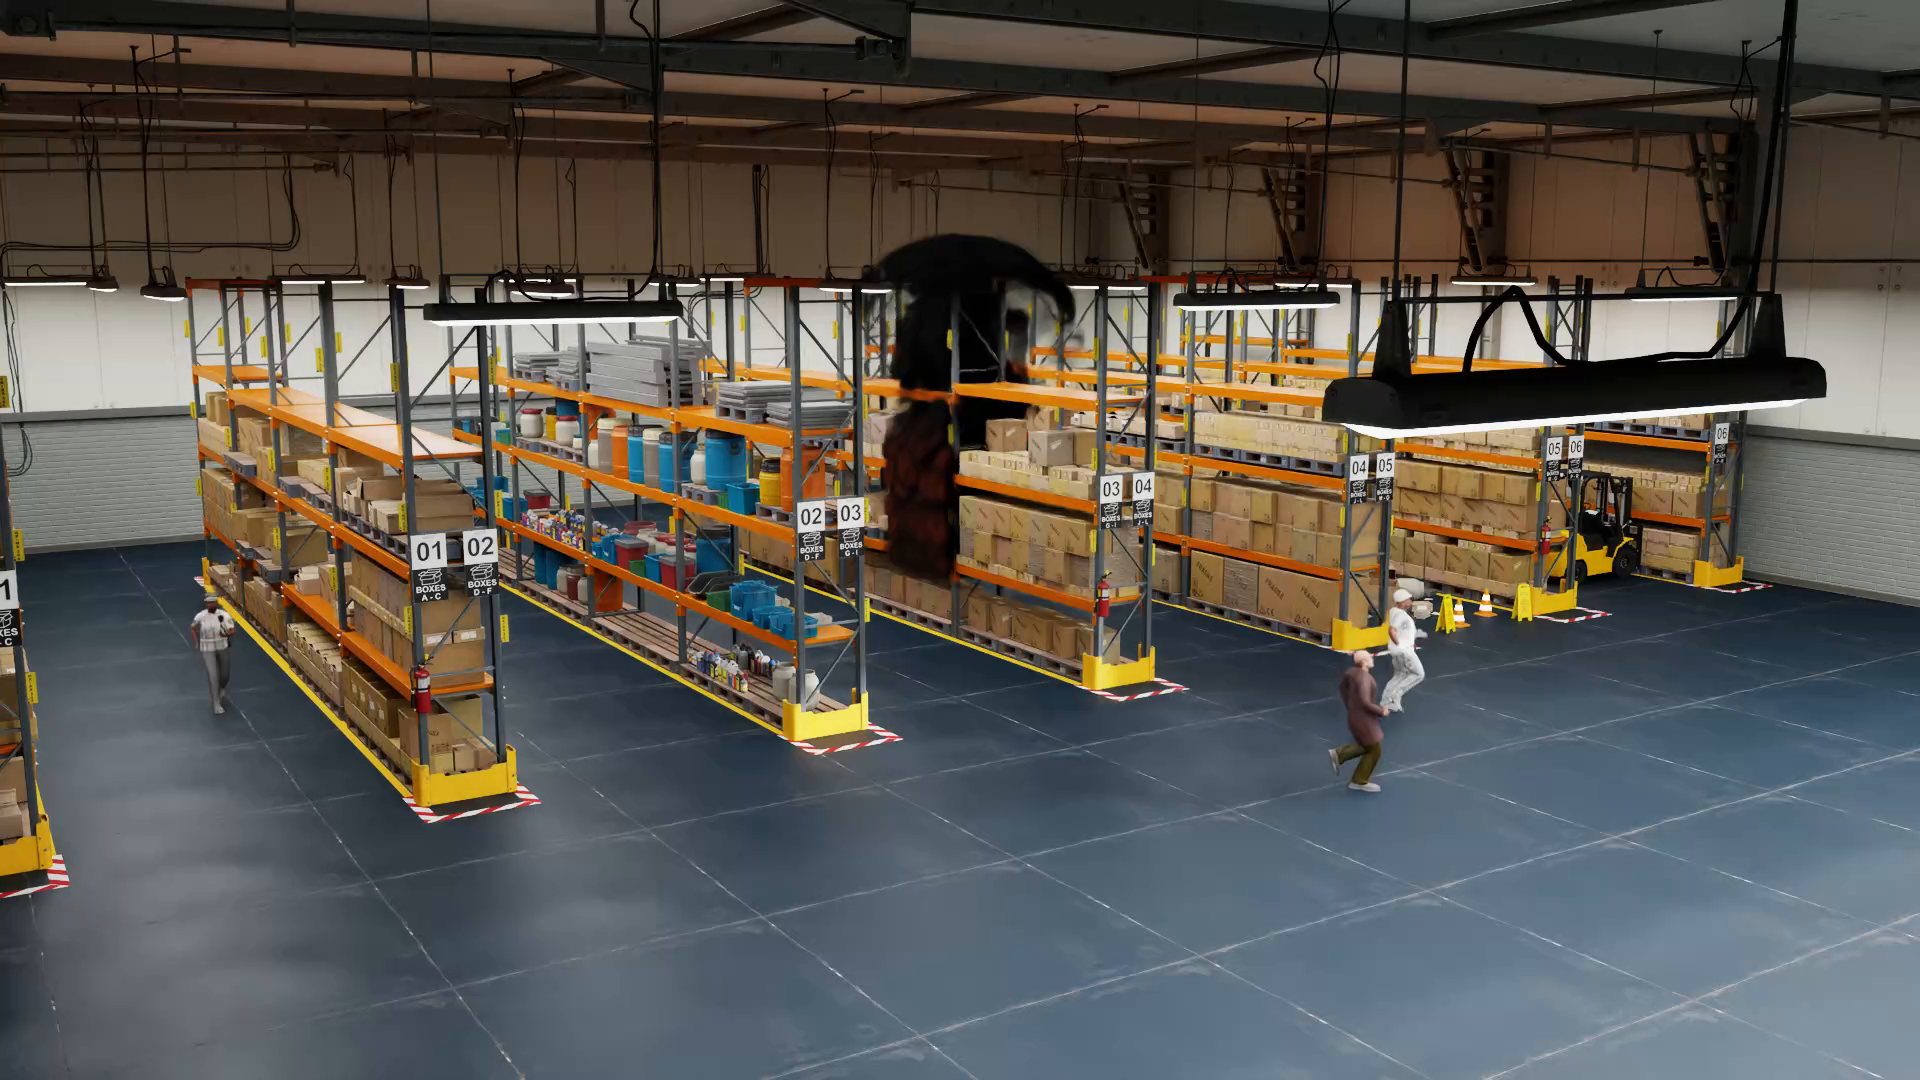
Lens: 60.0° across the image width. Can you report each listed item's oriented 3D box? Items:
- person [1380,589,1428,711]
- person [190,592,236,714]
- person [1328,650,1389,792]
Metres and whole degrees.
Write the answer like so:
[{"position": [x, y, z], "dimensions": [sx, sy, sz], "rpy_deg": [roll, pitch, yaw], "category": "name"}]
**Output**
[{"position": [6.273, 1.555, 23.424], "dimensions": [0.638, 1.741, 0.667], "rpy_deg": [0, 10, 1], "category": "person"}, {"position": [-10.577, 1.553, 23.604], "dimensions": [0.581, 1.676, 0.932], "rpy_deg": [-5, 11, -30], "category": "person"}, {"position": [4.794, 2.166, 19.964], "dimensions": [0.658, 1.734, 0.749], "rpy_deg": [-1, 10, -6], "category": "person"}]
